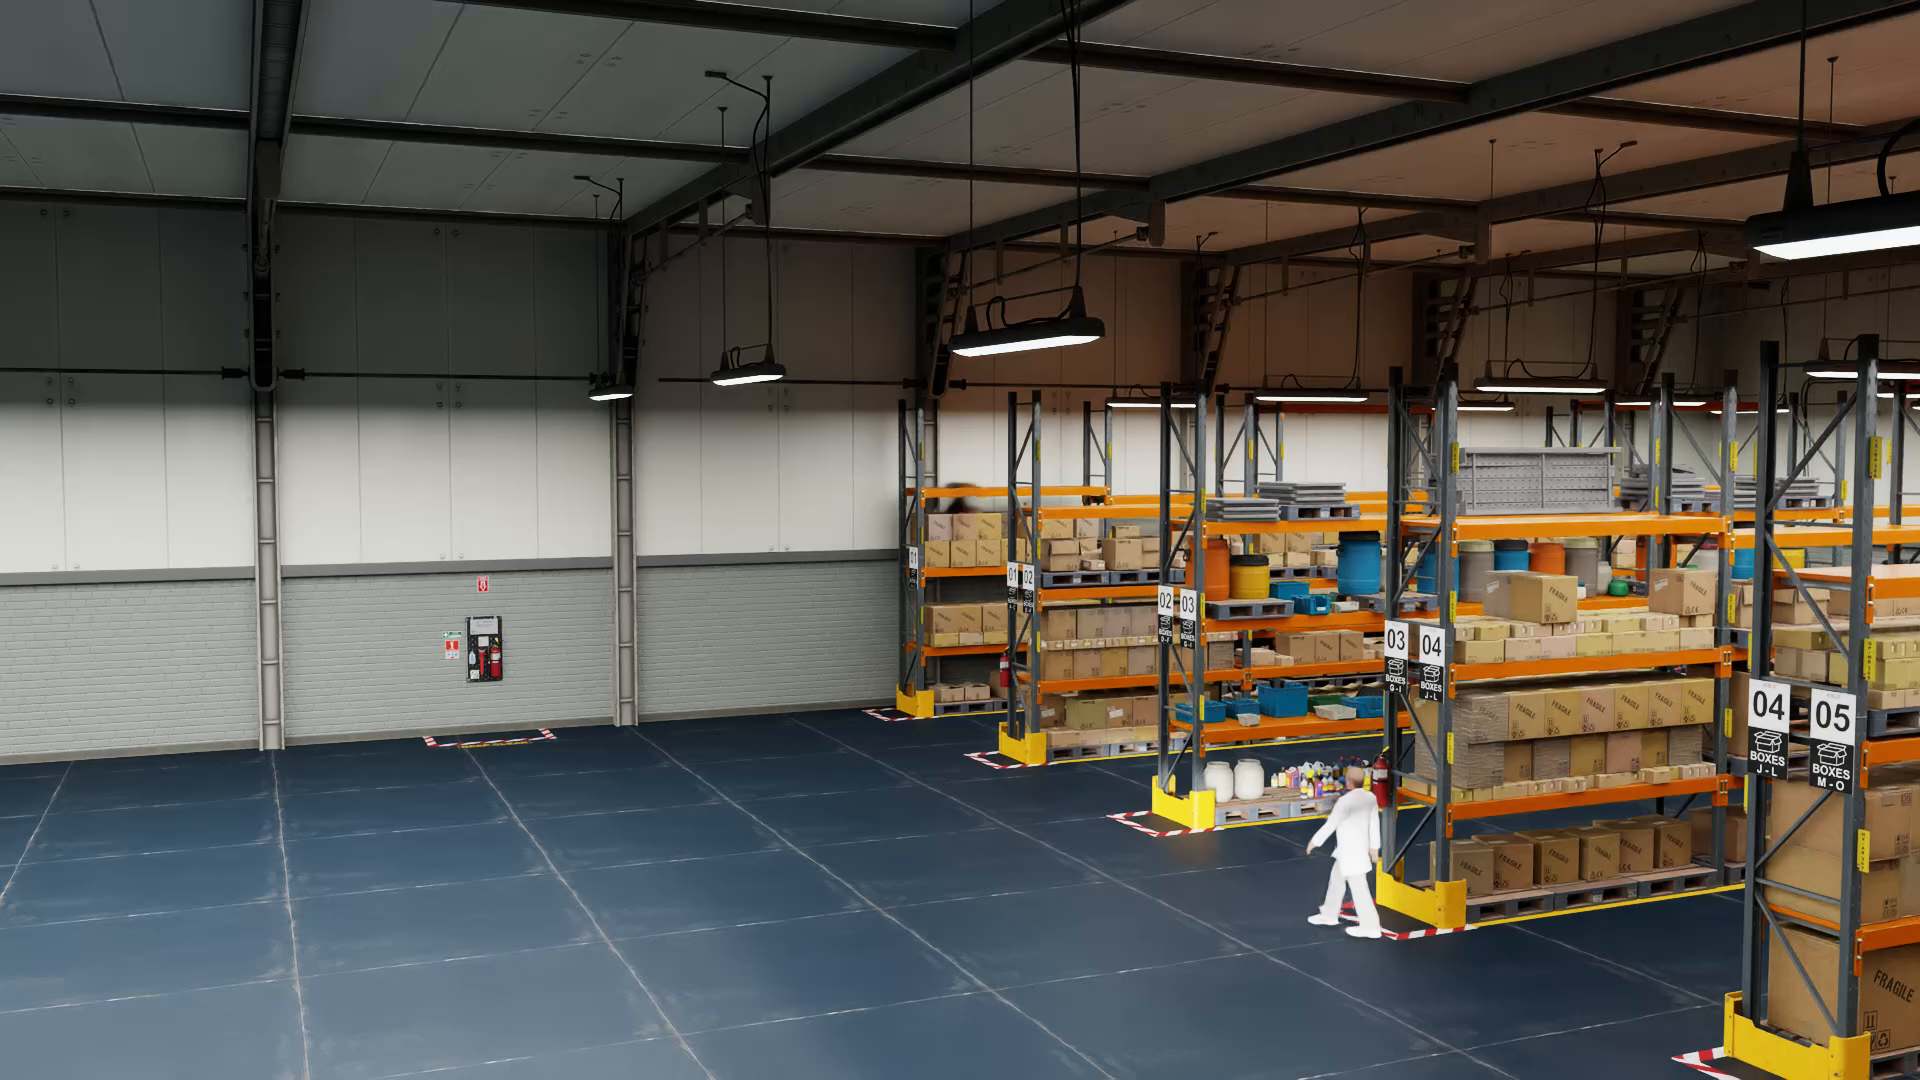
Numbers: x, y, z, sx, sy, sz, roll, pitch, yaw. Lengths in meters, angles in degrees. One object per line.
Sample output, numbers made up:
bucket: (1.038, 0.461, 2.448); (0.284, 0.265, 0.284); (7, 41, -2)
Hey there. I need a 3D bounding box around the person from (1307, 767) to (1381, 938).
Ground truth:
person: (4.026, 3.246, 17.450); (0.866, 1.755, 0.596); (2, 4, 29)
